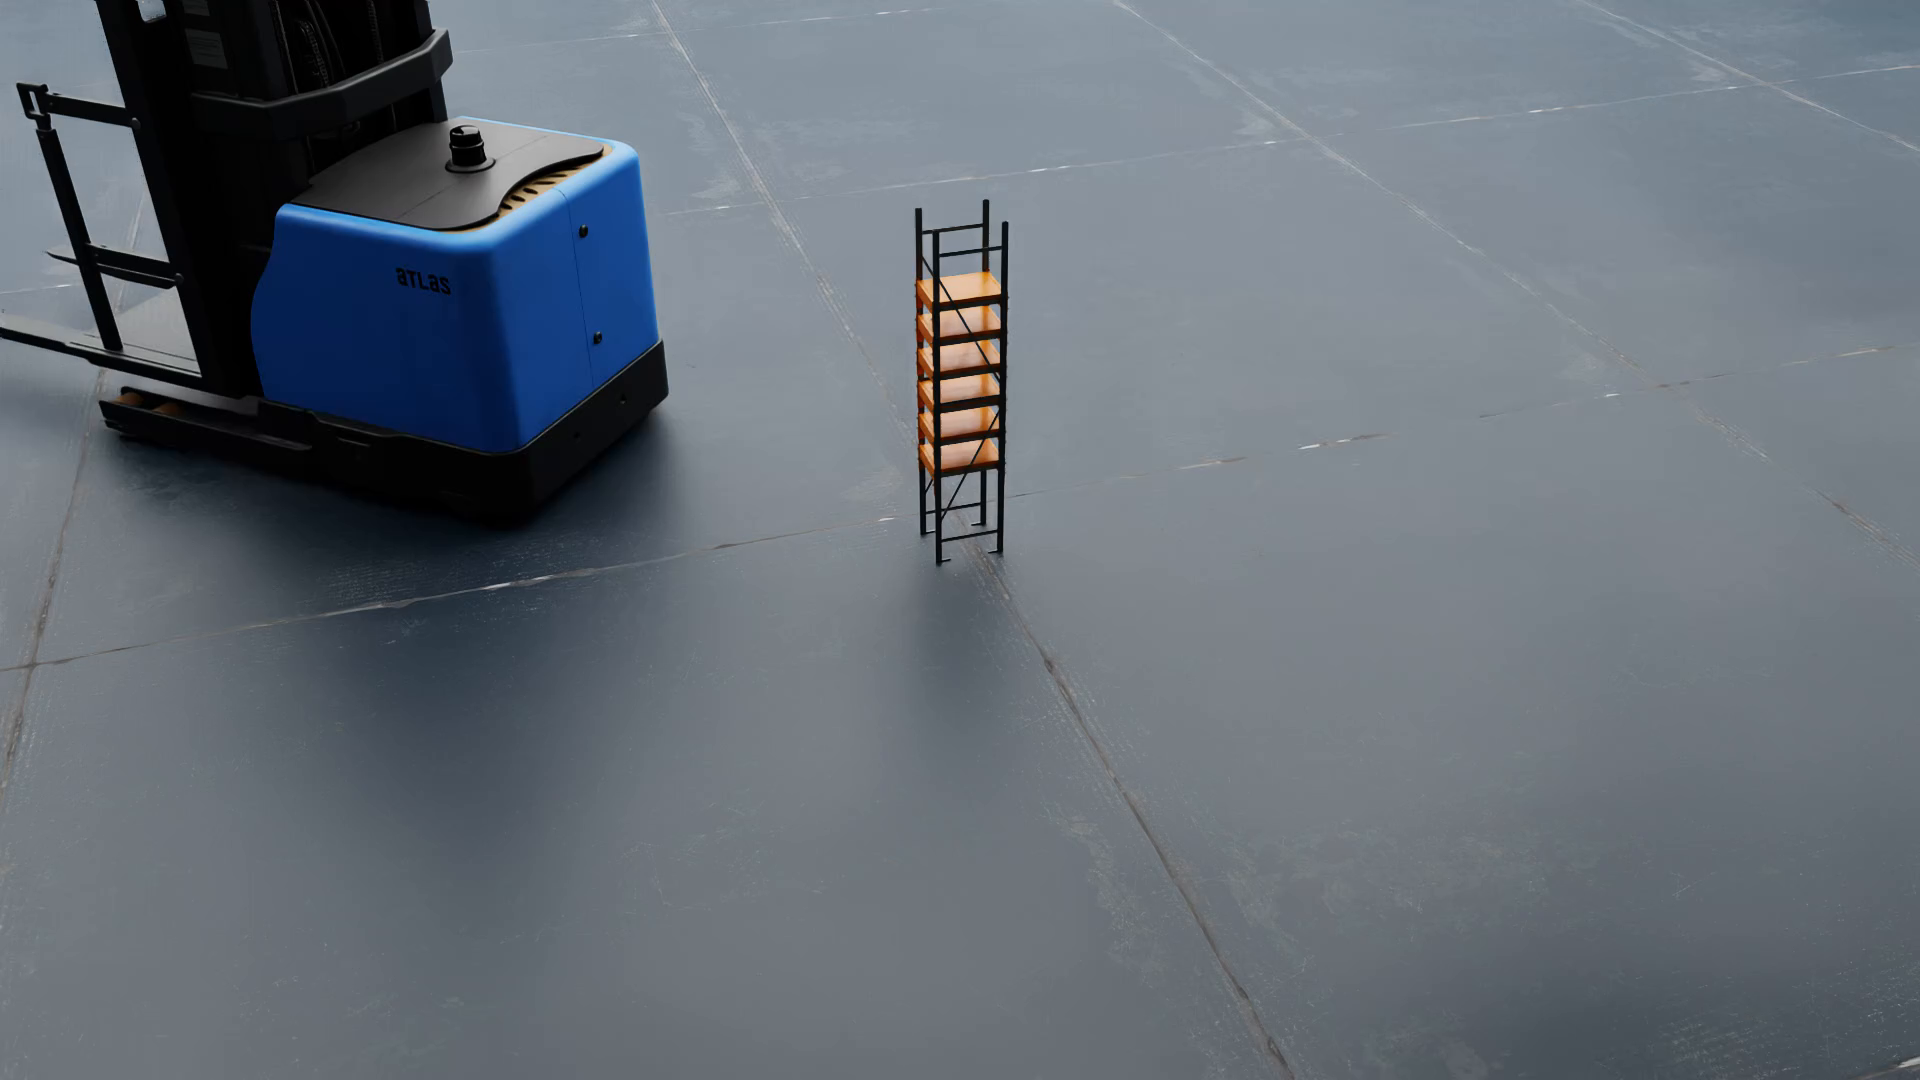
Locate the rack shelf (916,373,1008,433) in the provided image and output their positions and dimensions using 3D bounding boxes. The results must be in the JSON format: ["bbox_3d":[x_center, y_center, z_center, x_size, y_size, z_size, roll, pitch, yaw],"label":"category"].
[{"bbox_3d":[0.004,-0.456,5.432,0.258,0.103,0.180,-10,35,-15],"label":"rack shelf"}]

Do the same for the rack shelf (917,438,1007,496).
[{"bbox_3d":[0.004,-0.256,5.565,0.258,0.103,0.180,-10,35,-15],"label":"rack shelf"}]

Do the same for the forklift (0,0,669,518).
[{"bbox_3d":[-2.701,-1.825,5.854,3.031,2.935,1.130,13,36,19],"label":"forklift"}]

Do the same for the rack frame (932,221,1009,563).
[{"bbox_3d":[0.032,-0.445,5.335,0.240,1.200,0.006,-10,35,-15],"label":"rack frame"}]

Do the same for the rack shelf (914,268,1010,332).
[{"bbox_3d":[0.004,-0.756,5.234,0.258,0.103,0.180,-10,35,-15],"label":"rack shelf"}]

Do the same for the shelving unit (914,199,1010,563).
[{"bbox_3d":[0.004,-0.493,5.408,0.258,1.200,0.189,-10,35,-15],"label":"shelving unit"}]

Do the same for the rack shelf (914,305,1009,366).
[{"bbox_3d":[0.004,-0.656,5.300,0.258,0.103,0.180,-10,35,-15],"label":"rack shelf"}]

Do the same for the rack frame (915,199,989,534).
[{"bbox_3d":[-0.023,-0.541,5.480,0.240,1.200,0.006,-10,35,-15],"label":"rack frame"}]

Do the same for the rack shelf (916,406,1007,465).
[{"bbox_3d":[0.004,-0.356,5.498,0.258,0.103,0.180,-10,35,-15],"label":"rack shelf"}]

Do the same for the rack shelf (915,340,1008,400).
[{"bbox_3d":[0.004,-0.556,5.366,0.258,0.103,0.180,-10,35,-15],"label":"rack shelf"}]
